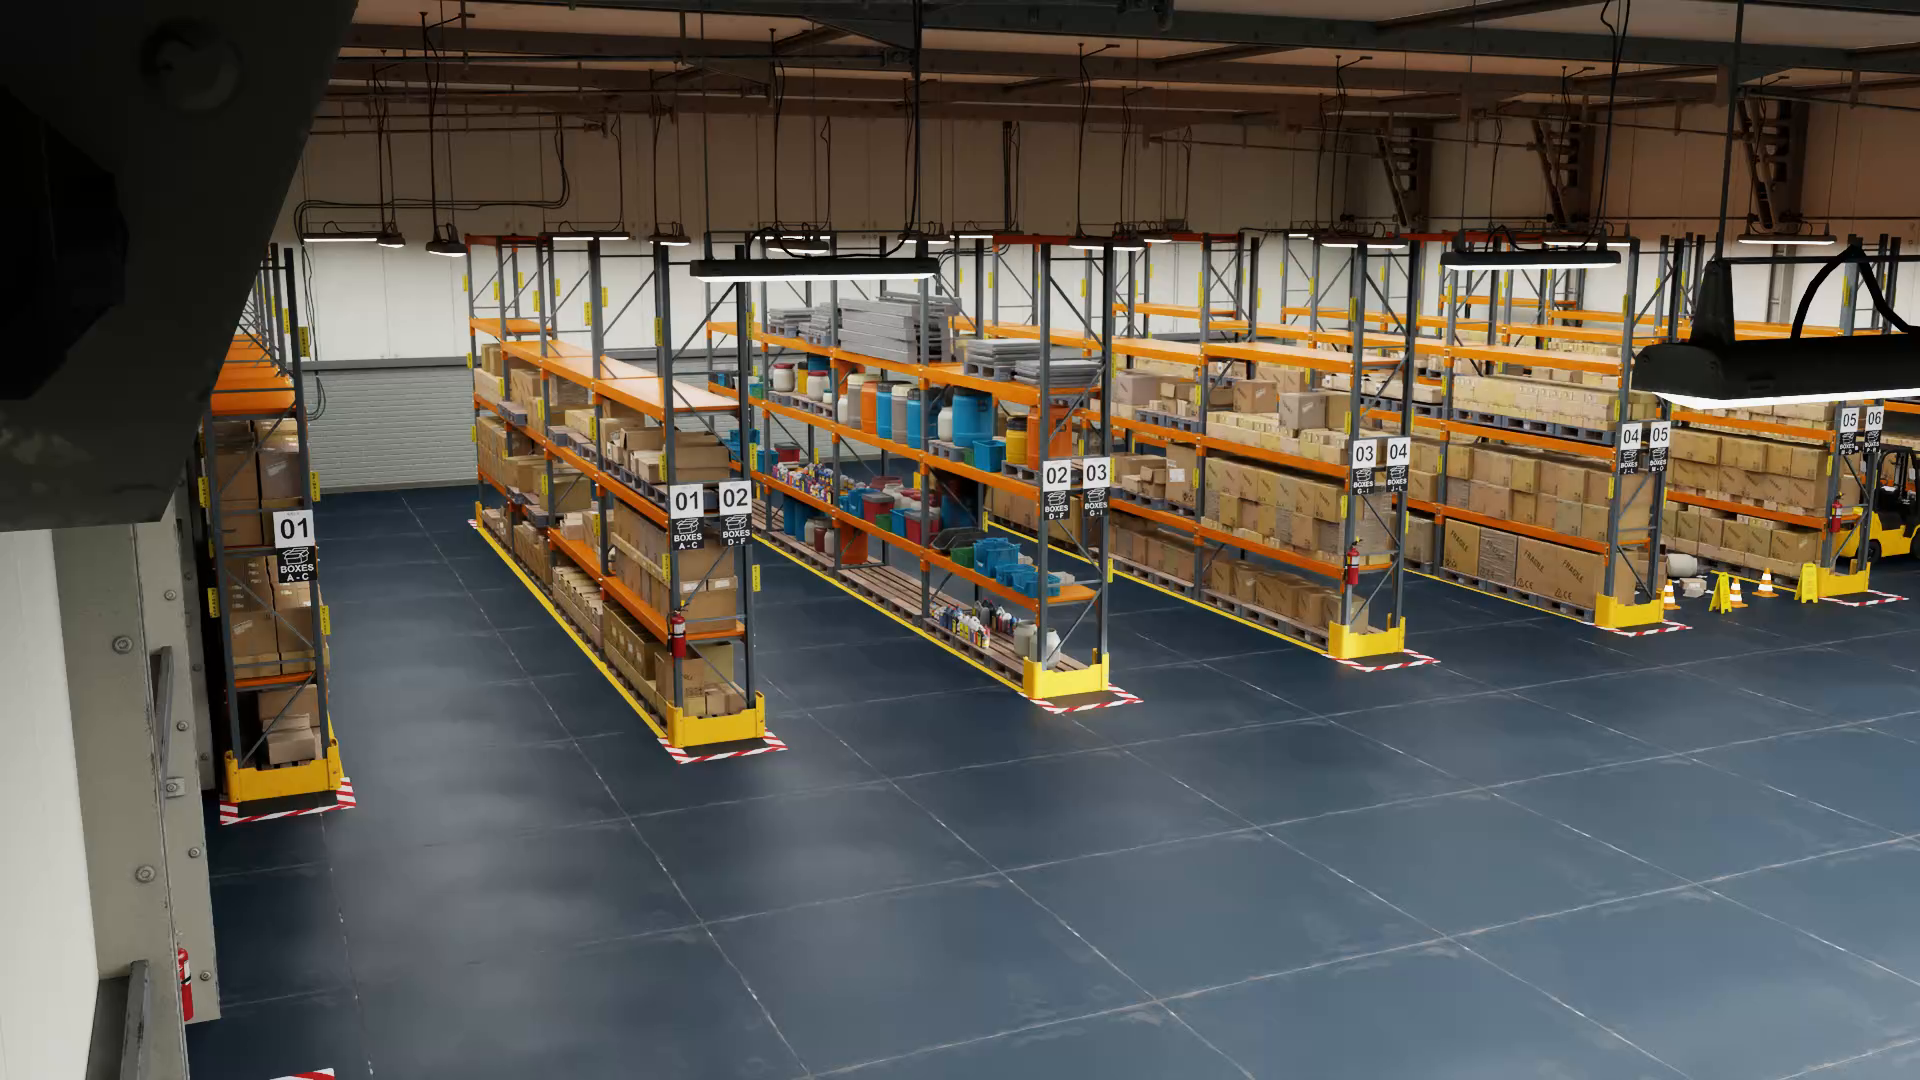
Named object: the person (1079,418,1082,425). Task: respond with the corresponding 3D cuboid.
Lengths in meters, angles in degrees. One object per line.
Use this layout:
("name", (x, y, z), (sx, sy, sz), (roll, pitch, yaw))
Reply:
("person", (2.880, -2.051, 39.006), (0.663, 1.803, 0.878), (-2, 11, -11))
